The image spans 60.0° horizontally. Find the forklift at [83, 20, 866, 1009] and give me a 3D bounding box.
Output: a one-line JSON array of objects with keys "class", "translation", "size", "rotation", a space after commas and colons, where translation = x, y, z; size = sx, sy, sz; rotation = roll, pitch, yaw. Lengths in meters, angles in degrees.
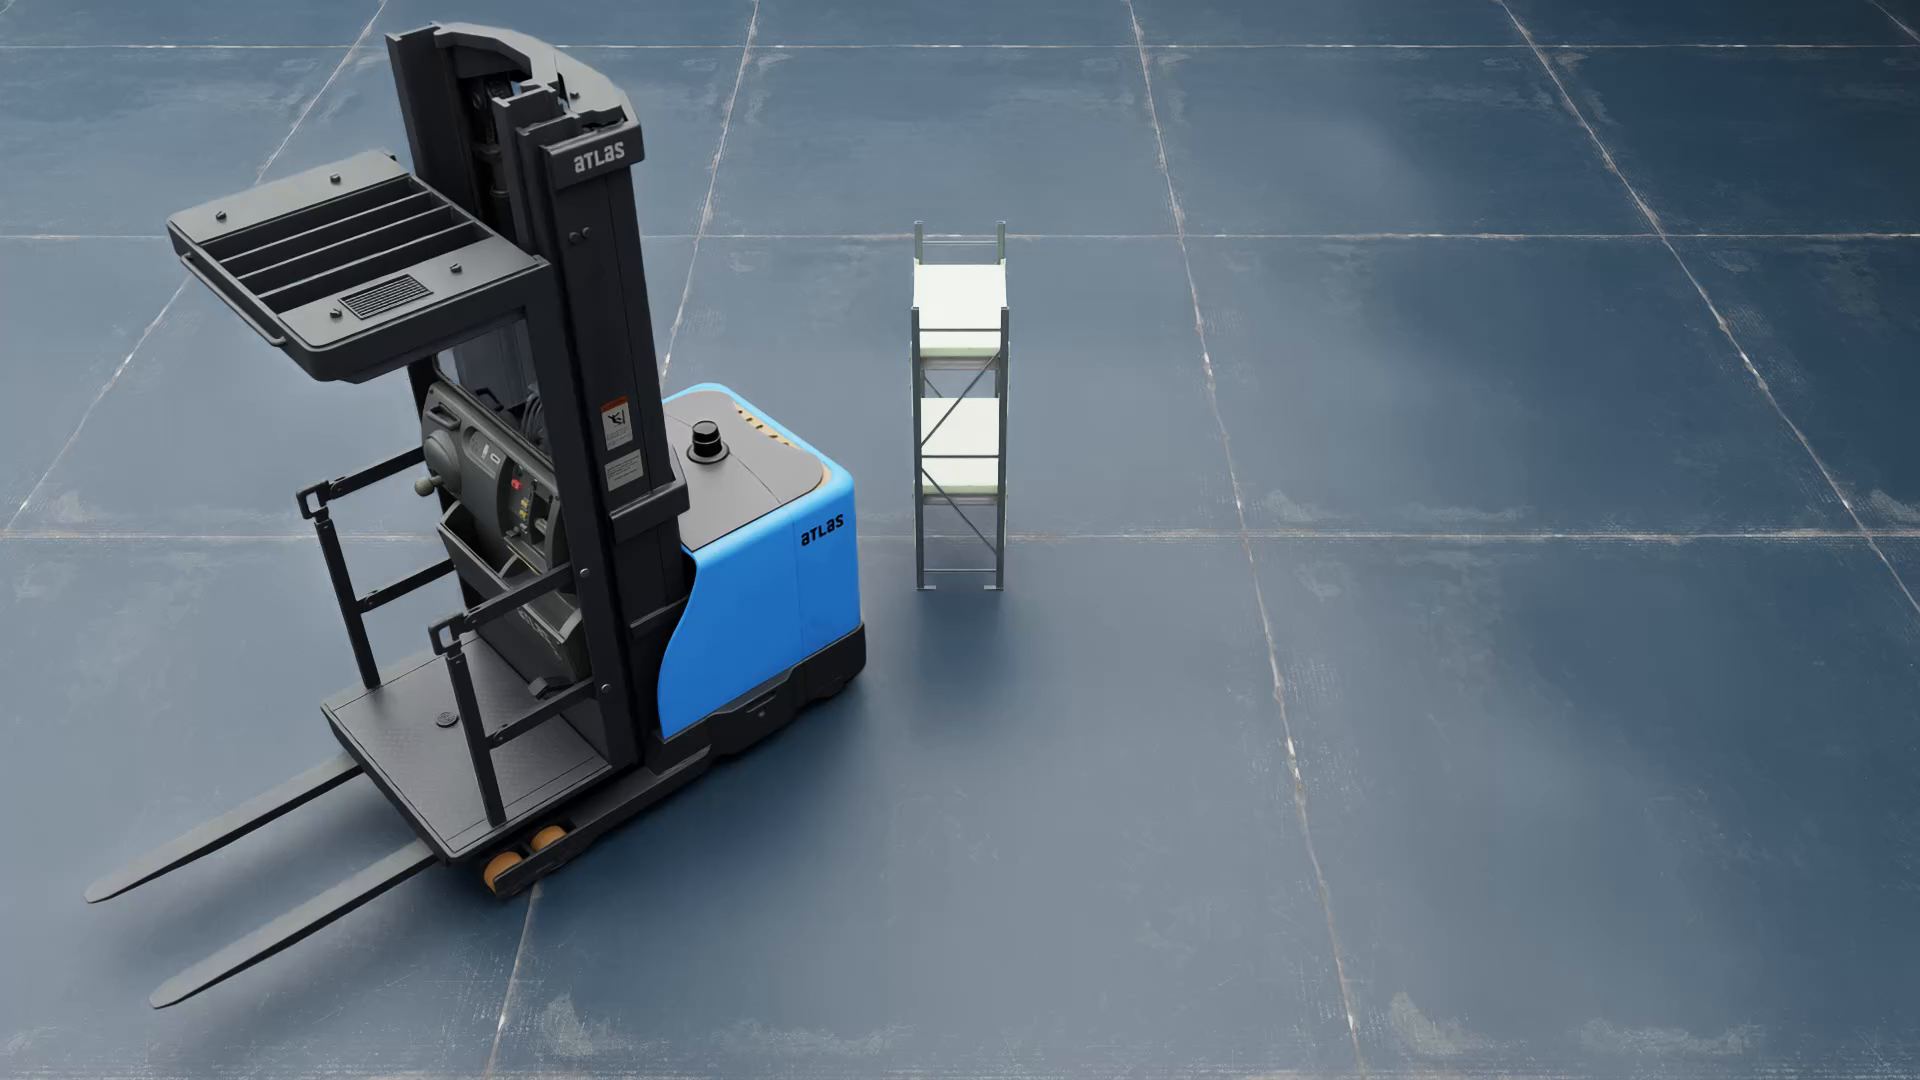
[{"class": "forklift", "translation": [-1.838, -0.165, 5.858], "size": [3.031, 2.935, 1.130], "rotation": [-30, 47, -32]}]

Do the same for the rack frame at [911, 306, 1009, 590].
[{"class": "rack frame", "translation": [0.000, -0.361, 7.246], "size": [0.400, 1.500, 0.023], "rotation": [0, 39, 0]}]

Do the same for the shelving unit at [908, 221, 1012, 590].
[{"class": "shelving unit", "translation": [0.000, -0.589, 7.532], "size": [0.431, 1.500, 0.755], "rotation": [0, 39, 0]}]

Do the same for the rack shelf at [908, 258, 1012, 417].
[{"class": "rack shelf", "translation": [0.000, -0.894, 7.288], "size": [0.431, 0.370, 0.720], "rotation": [0, 39, 0]}]

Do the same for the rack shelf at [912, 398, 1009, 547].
[{"class": "rack shelf", "translation": [0.000, -0.335, 7.736], "size": [0.431, 0.370, 0.720], "rotation": [0, 39, 0]}]

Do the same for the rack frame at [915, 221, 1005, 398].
[{"class": "rack frame", "translation": [0.000, -0.818, 7.817], "size": [0.400, 1.500, 0.023], "rotation": [0, 39, 0]}]
